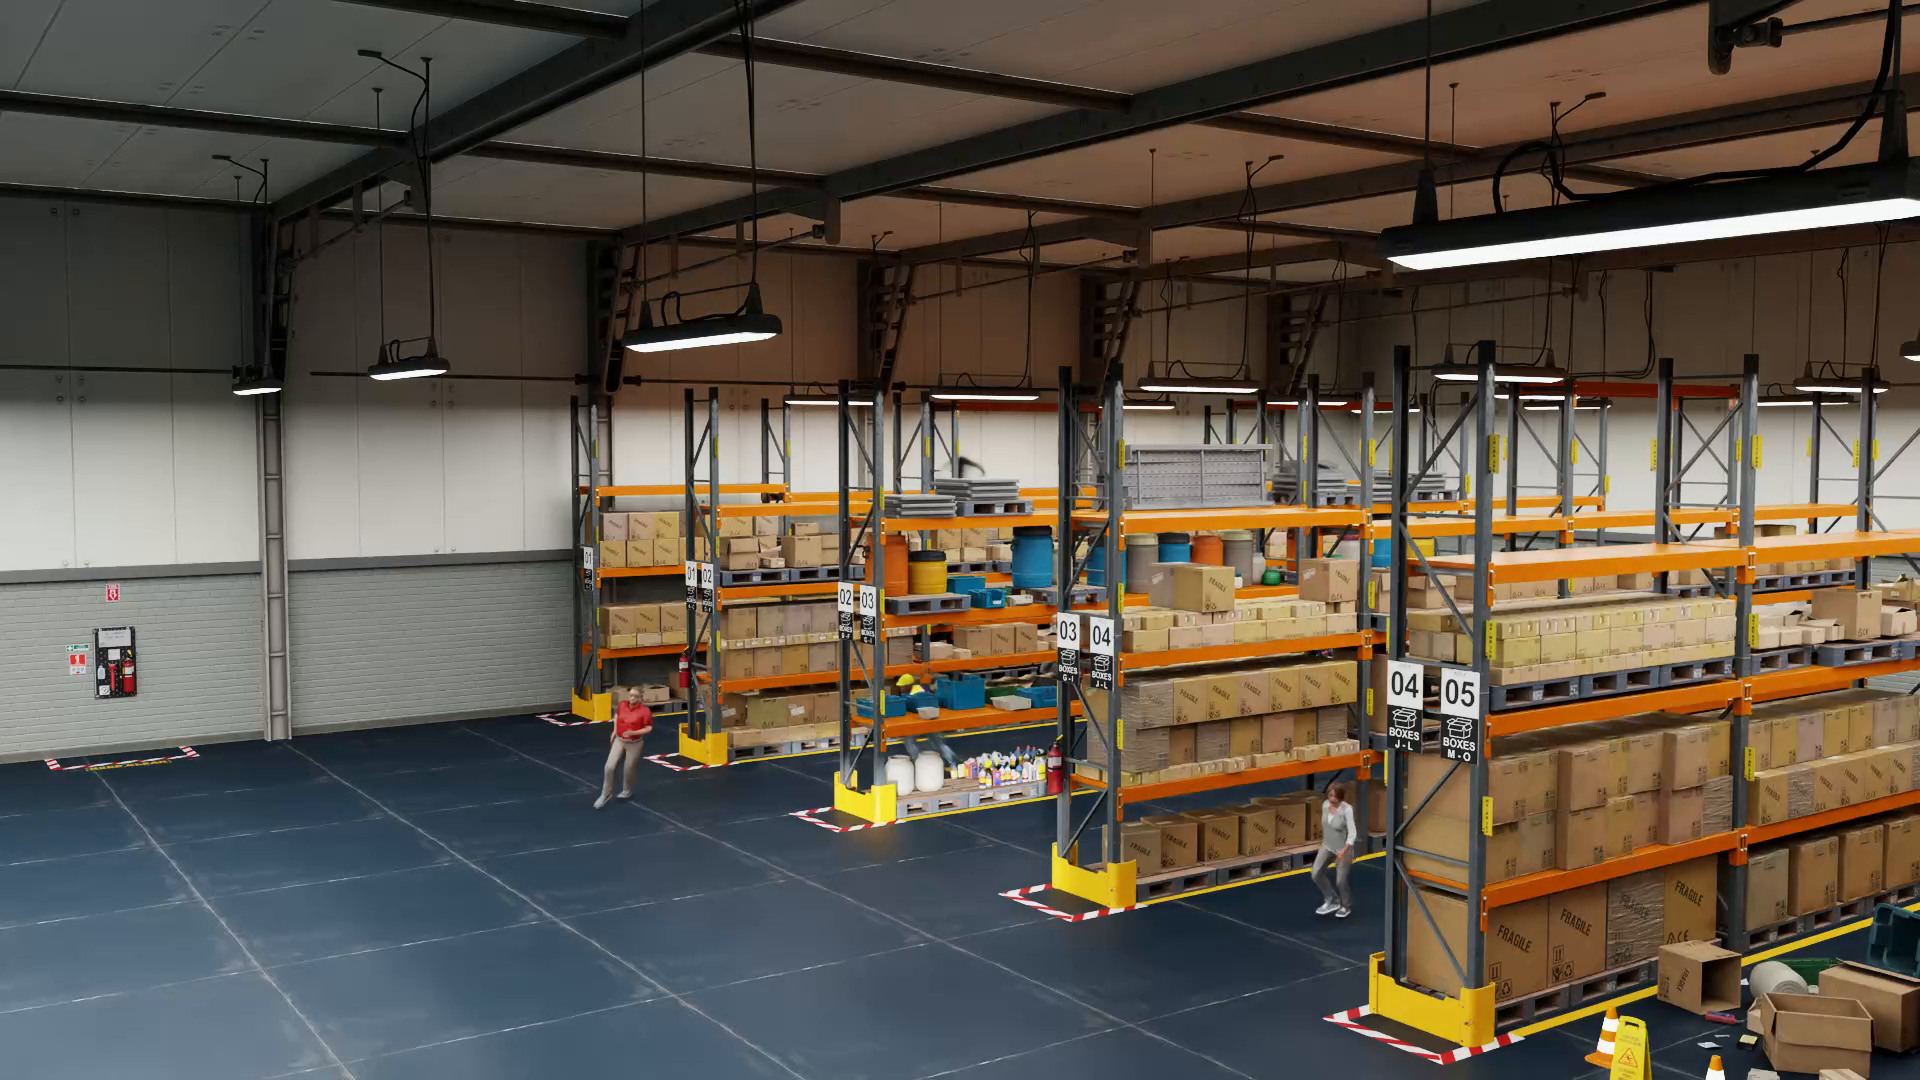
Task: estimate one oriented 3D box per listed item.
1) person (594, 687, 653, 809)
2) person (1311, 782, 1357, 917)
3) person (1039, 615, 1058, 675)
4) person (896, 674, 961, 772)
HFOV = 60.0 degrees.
[{"bbox_3d":[-4.717,2.907,23.496,0.809,1.707,0.790,0,3,8],"label":"person"},{"bbox_3d":[4.039,3.316,17.753,0.523,1.528,0.718,3,5,42],"label":"person"},{"bbox_3d":[1.883,2.301,32.988,0.724,1.798,0.613,-3,5,-41],"label":"person"},{"bbox_3d":[-0.468,2.816,25.408,1.078,1.595,0.714,-1,4,-19],"label":"person"}]
